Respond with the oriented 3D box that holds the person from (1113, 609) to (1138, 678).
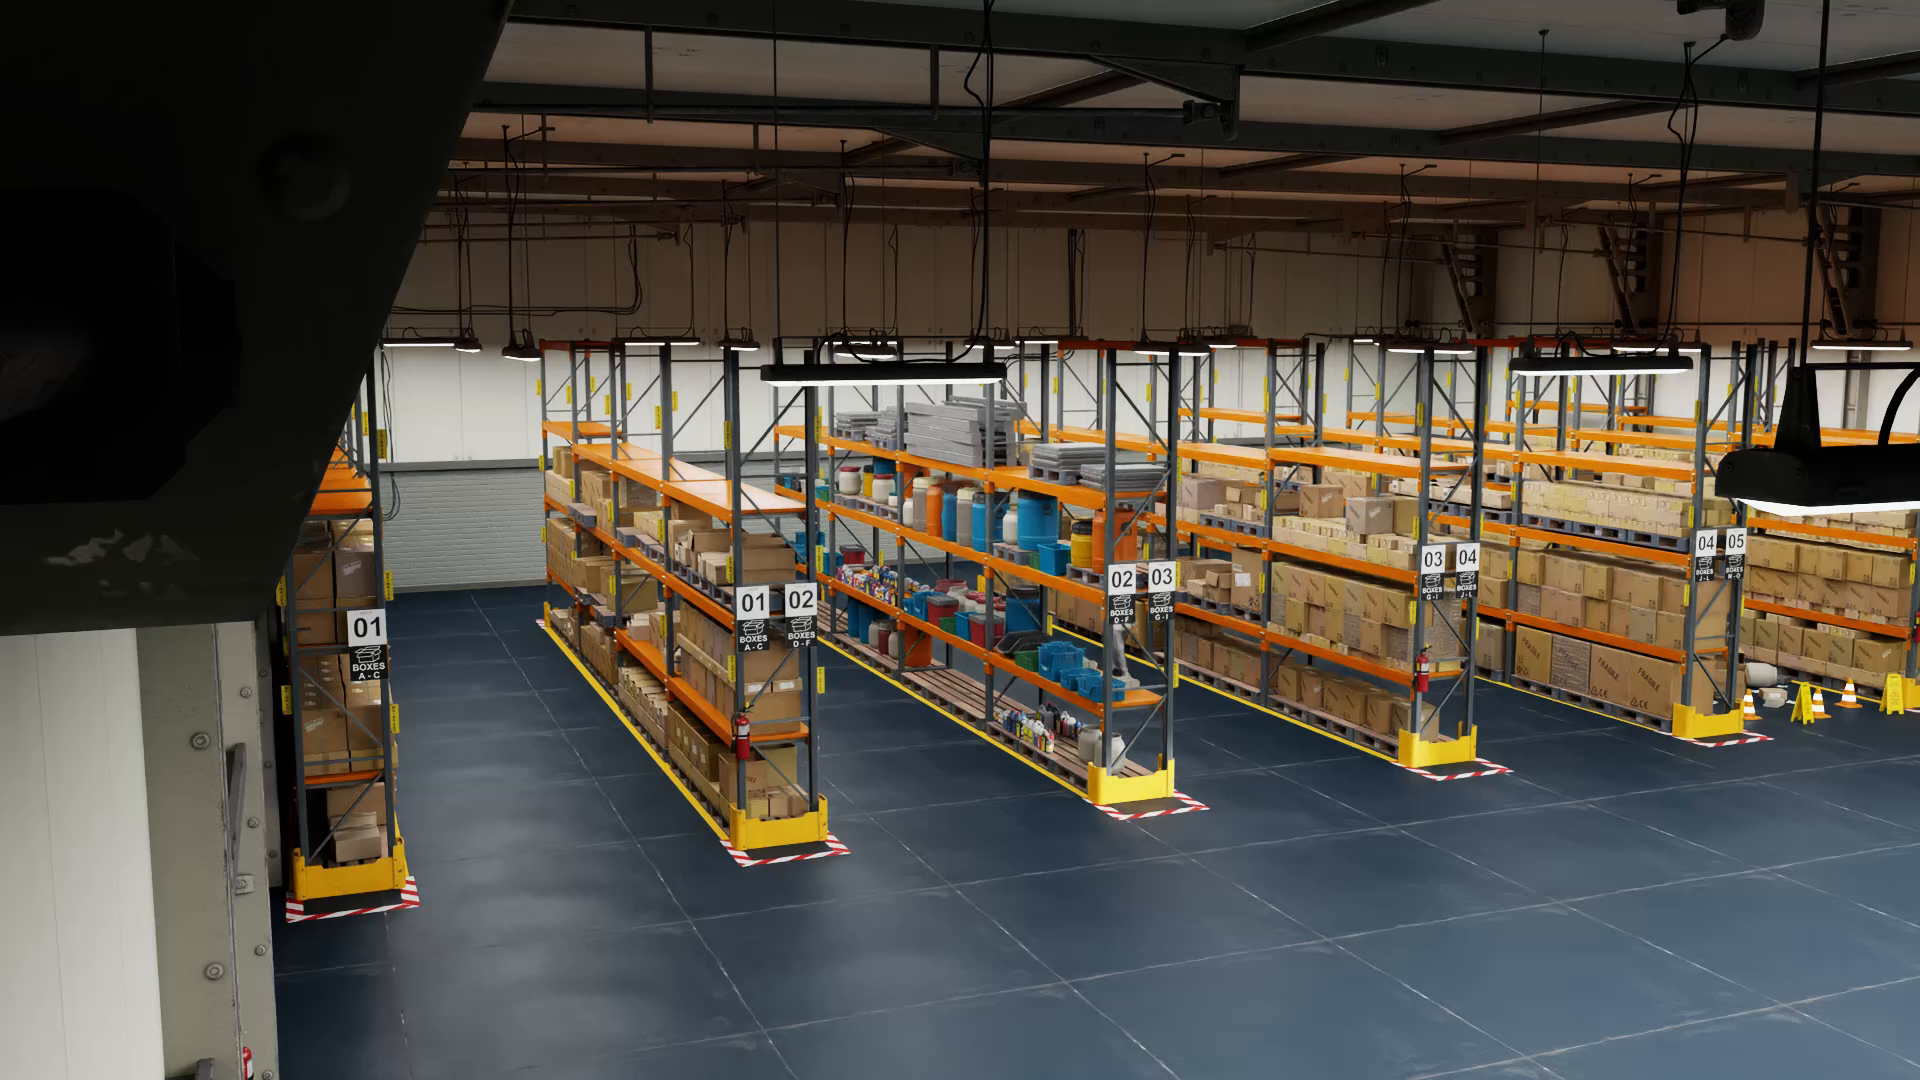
[{"bbox_3d":[2.911,1.578,29.936,0.533,1.718,1.068,-3,8,-25],"label":"person"}]
